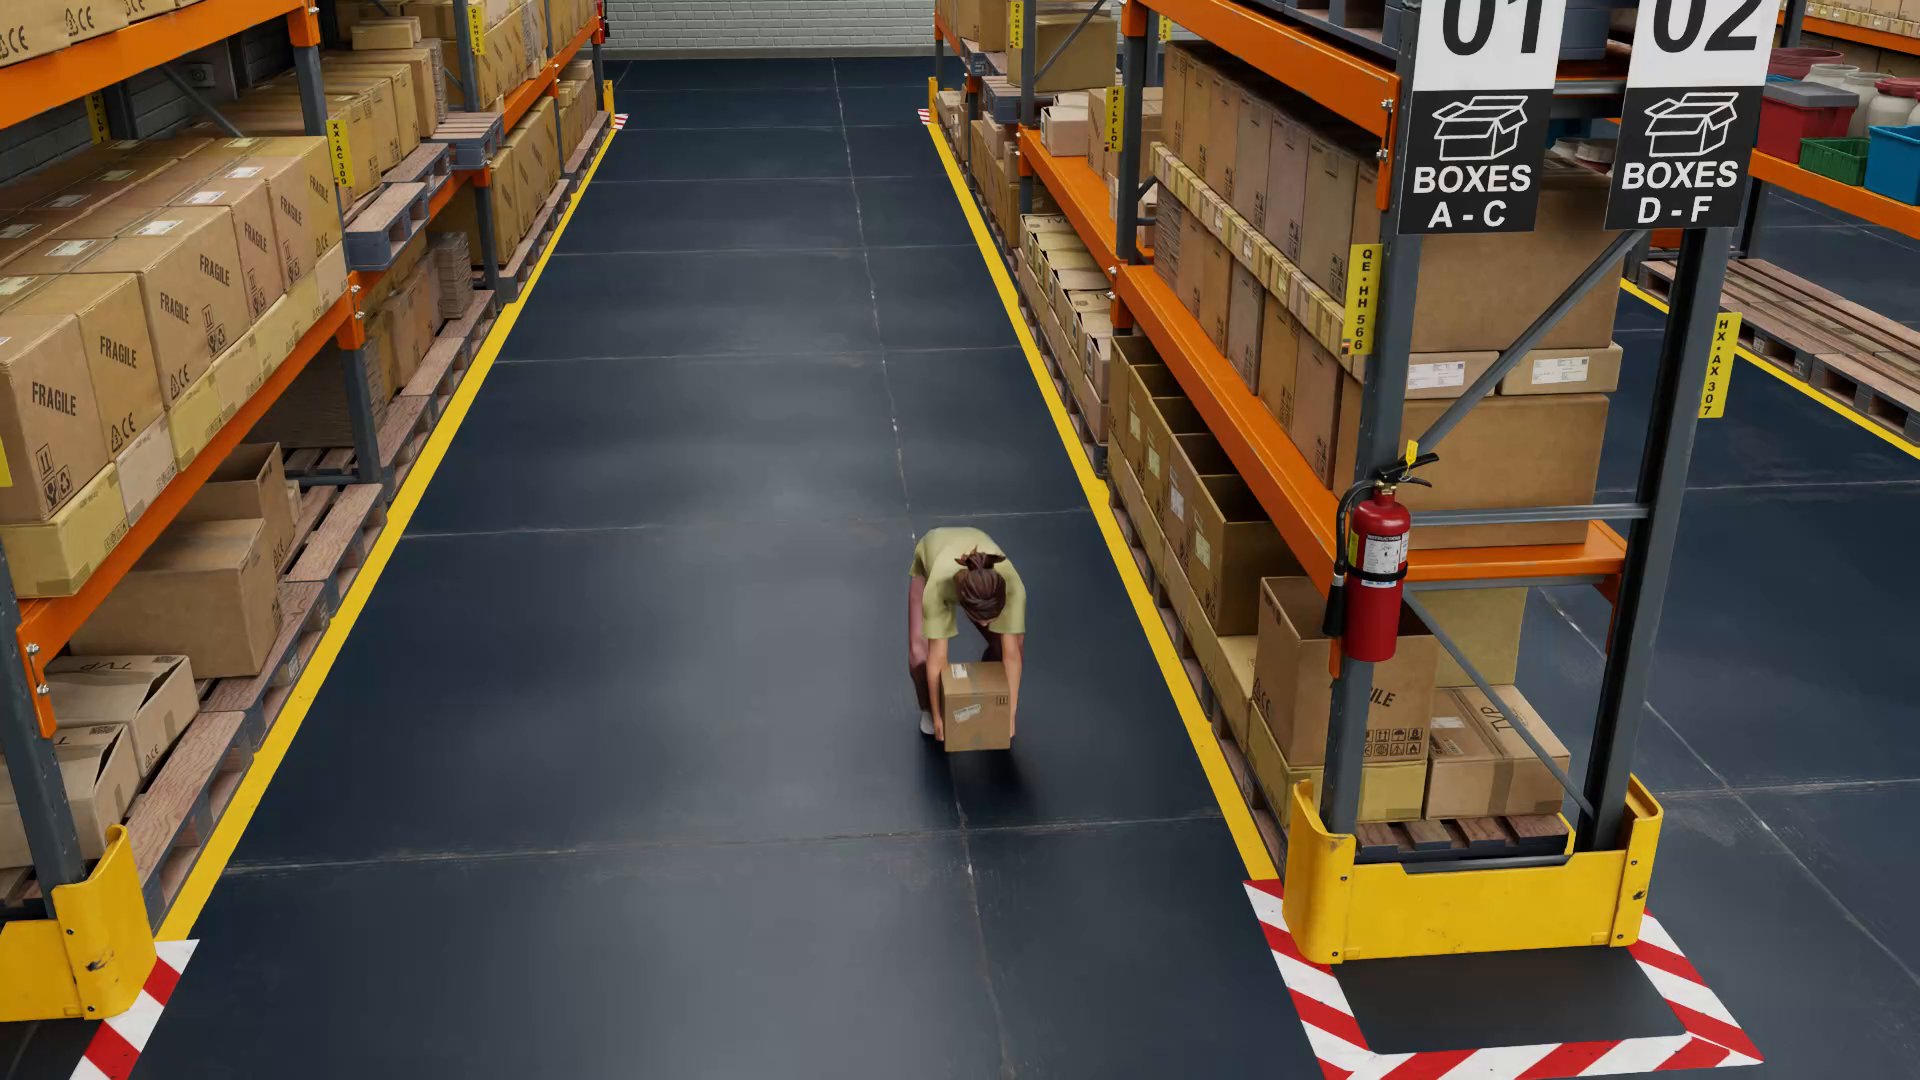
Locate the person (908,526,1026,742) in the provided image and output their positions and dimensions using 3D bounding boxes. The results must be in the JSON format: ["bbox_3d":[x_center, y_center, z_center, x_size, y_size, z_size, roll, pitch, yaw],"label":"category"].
[{"bbox_3d":[0.021,0.384,6.638,0.465,0.945,0.860,-3,24,-7],"label":"person"}]
